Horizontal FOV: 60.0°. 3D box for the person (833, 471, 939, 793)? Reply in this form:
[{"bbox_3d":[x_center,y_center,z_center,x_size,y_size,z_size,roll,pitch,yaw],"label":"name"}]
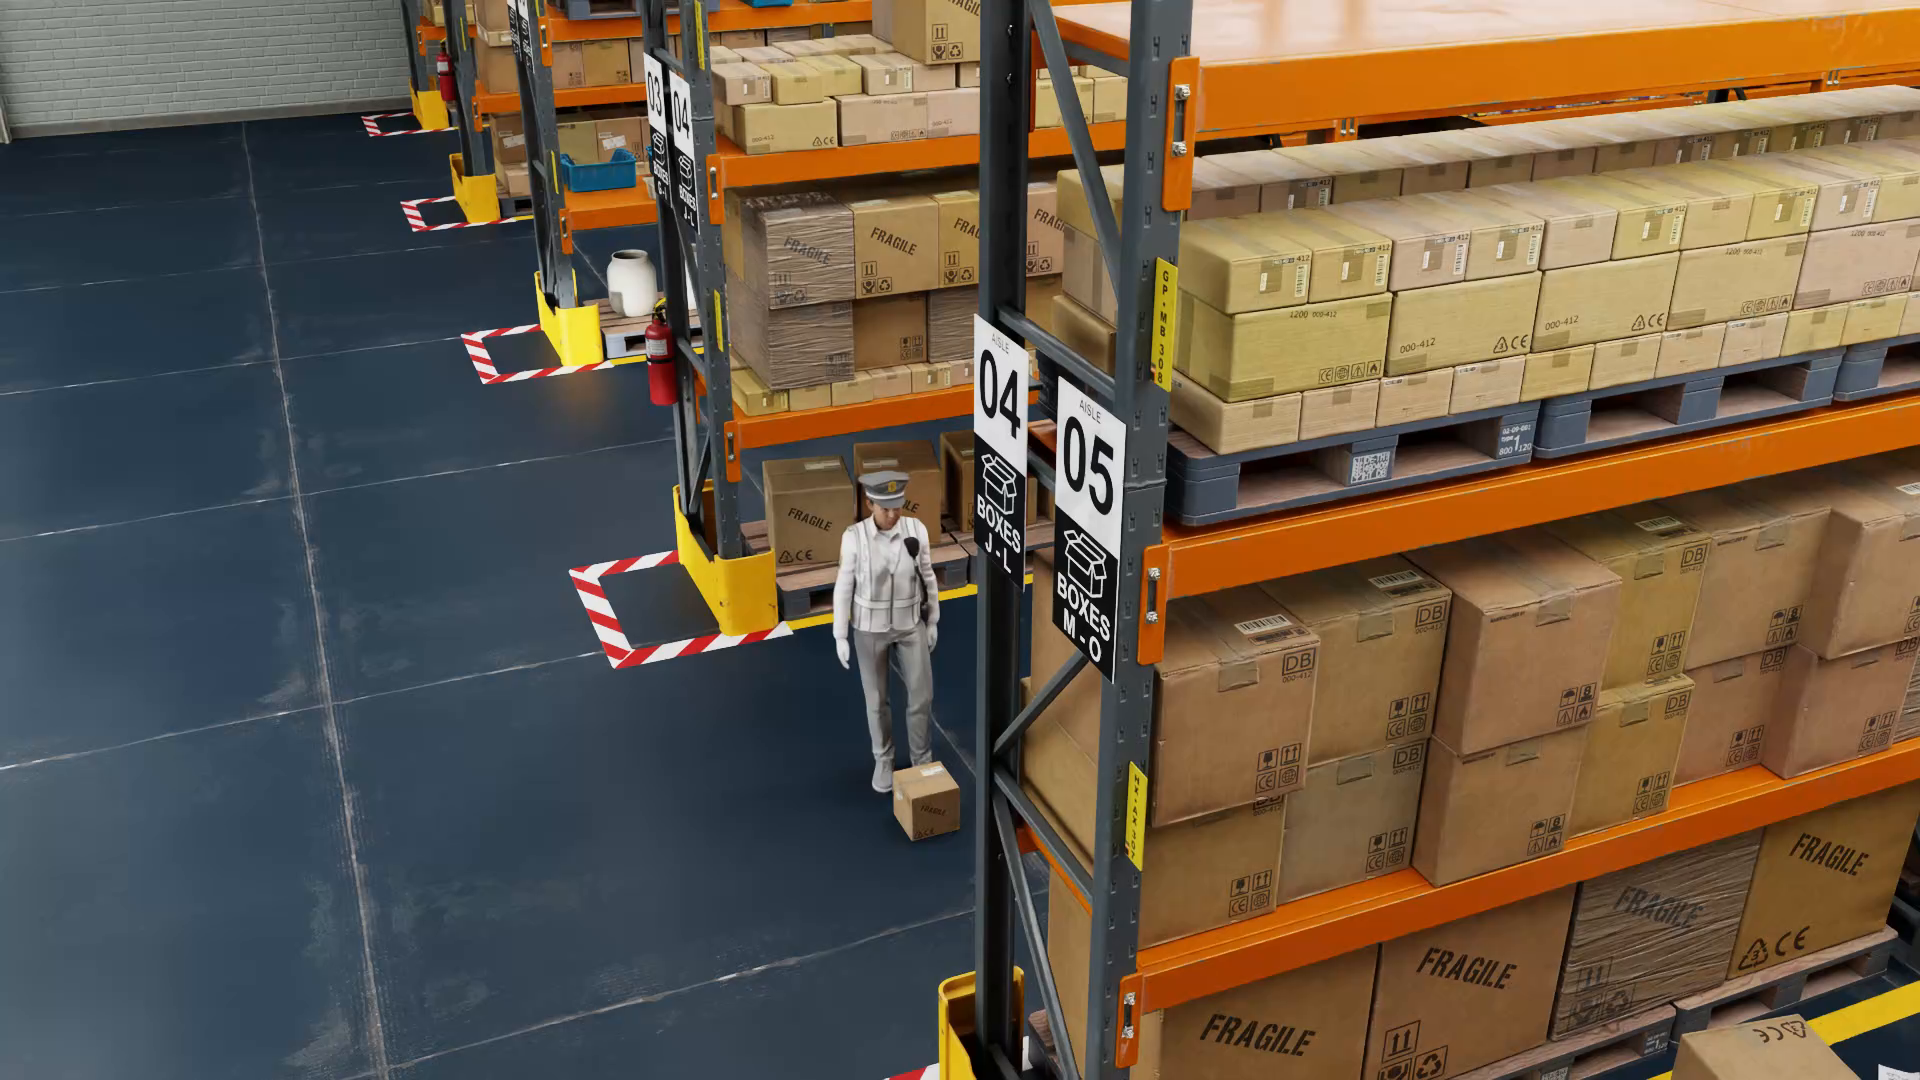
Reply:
[{"bbox_3d":[-0.356,0.472,8.187,0.540,1.732,0.367,-5,27,-10],"label":"person"}]
